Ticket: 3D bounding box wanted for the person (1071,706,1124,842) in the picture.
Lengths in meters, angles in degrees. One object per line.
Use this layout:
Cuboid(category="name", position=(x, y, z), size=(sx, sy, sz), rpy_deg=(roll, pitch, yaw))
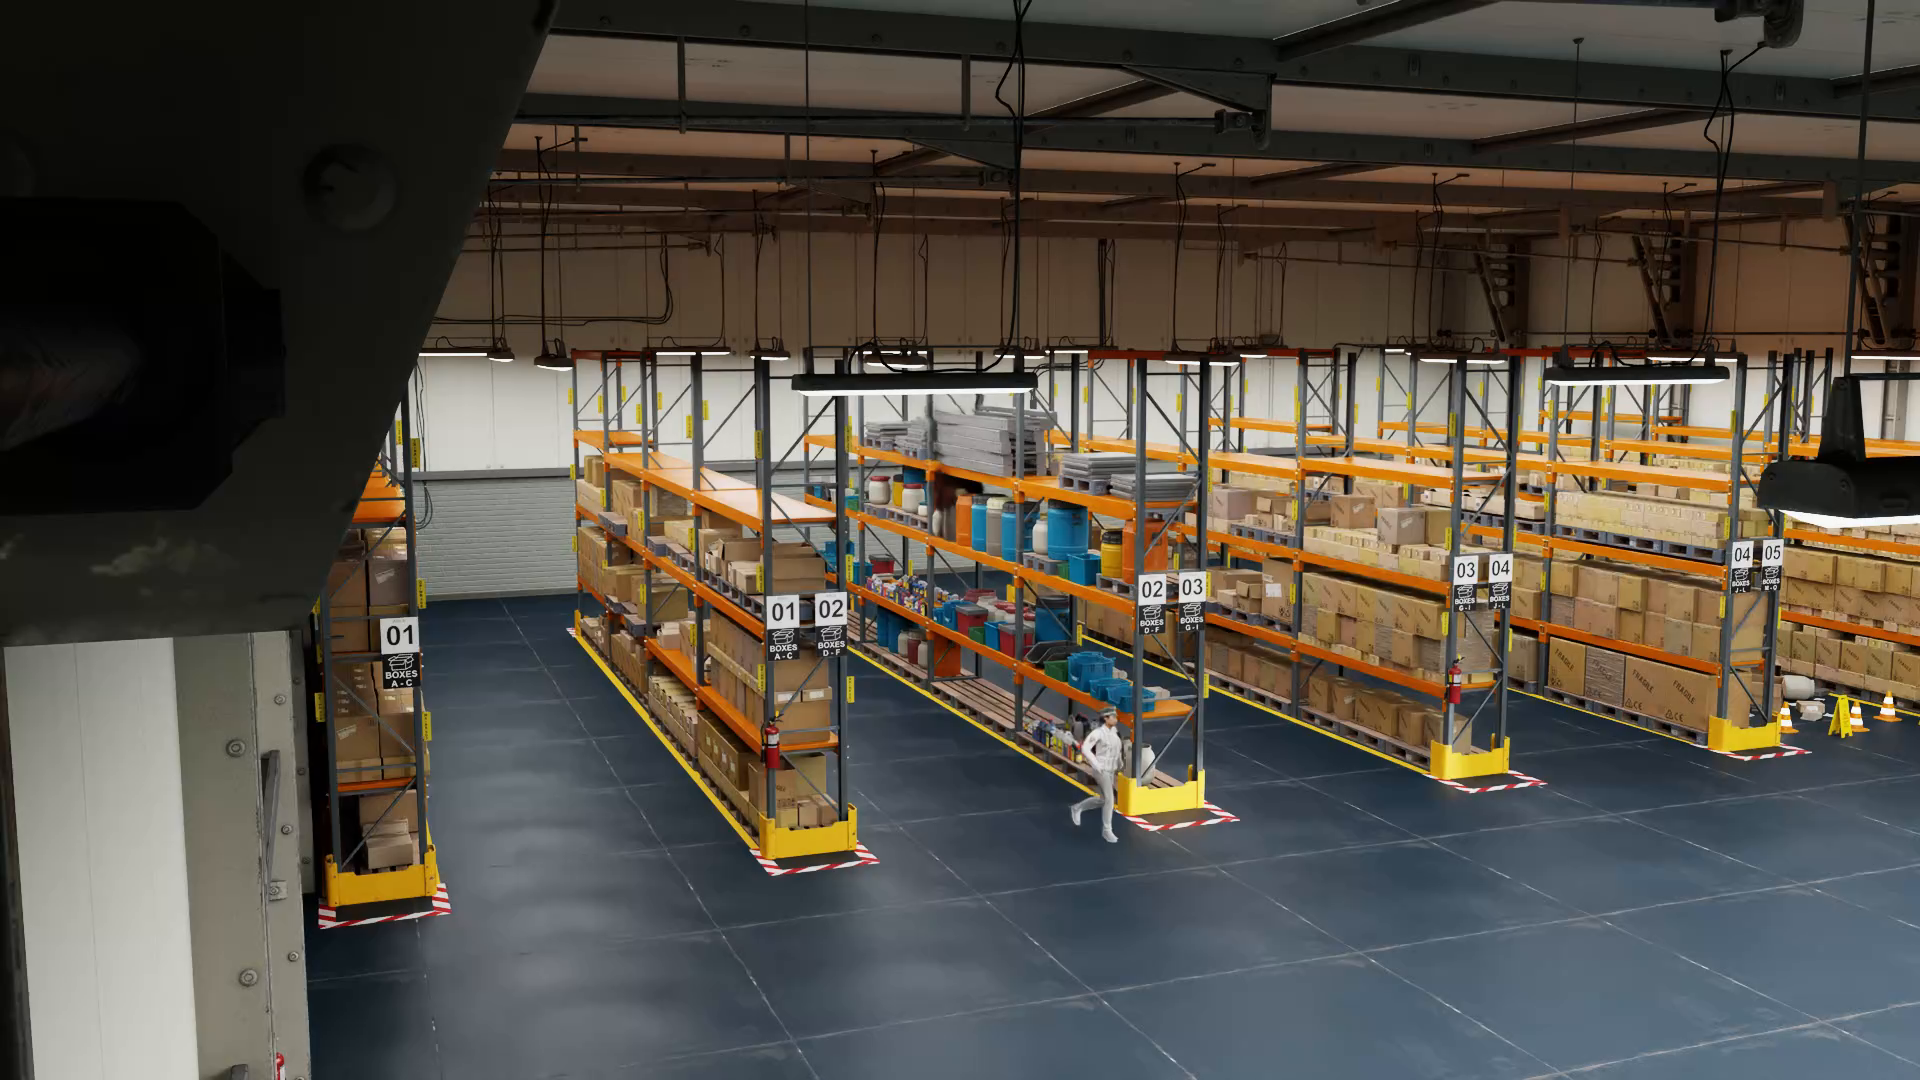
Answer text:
Cuboid(category="person", position=(1.800, 2.913, 21.105), size=(0.786, 1.664, 0.669), rpy_deg=(6, 9, 38))
